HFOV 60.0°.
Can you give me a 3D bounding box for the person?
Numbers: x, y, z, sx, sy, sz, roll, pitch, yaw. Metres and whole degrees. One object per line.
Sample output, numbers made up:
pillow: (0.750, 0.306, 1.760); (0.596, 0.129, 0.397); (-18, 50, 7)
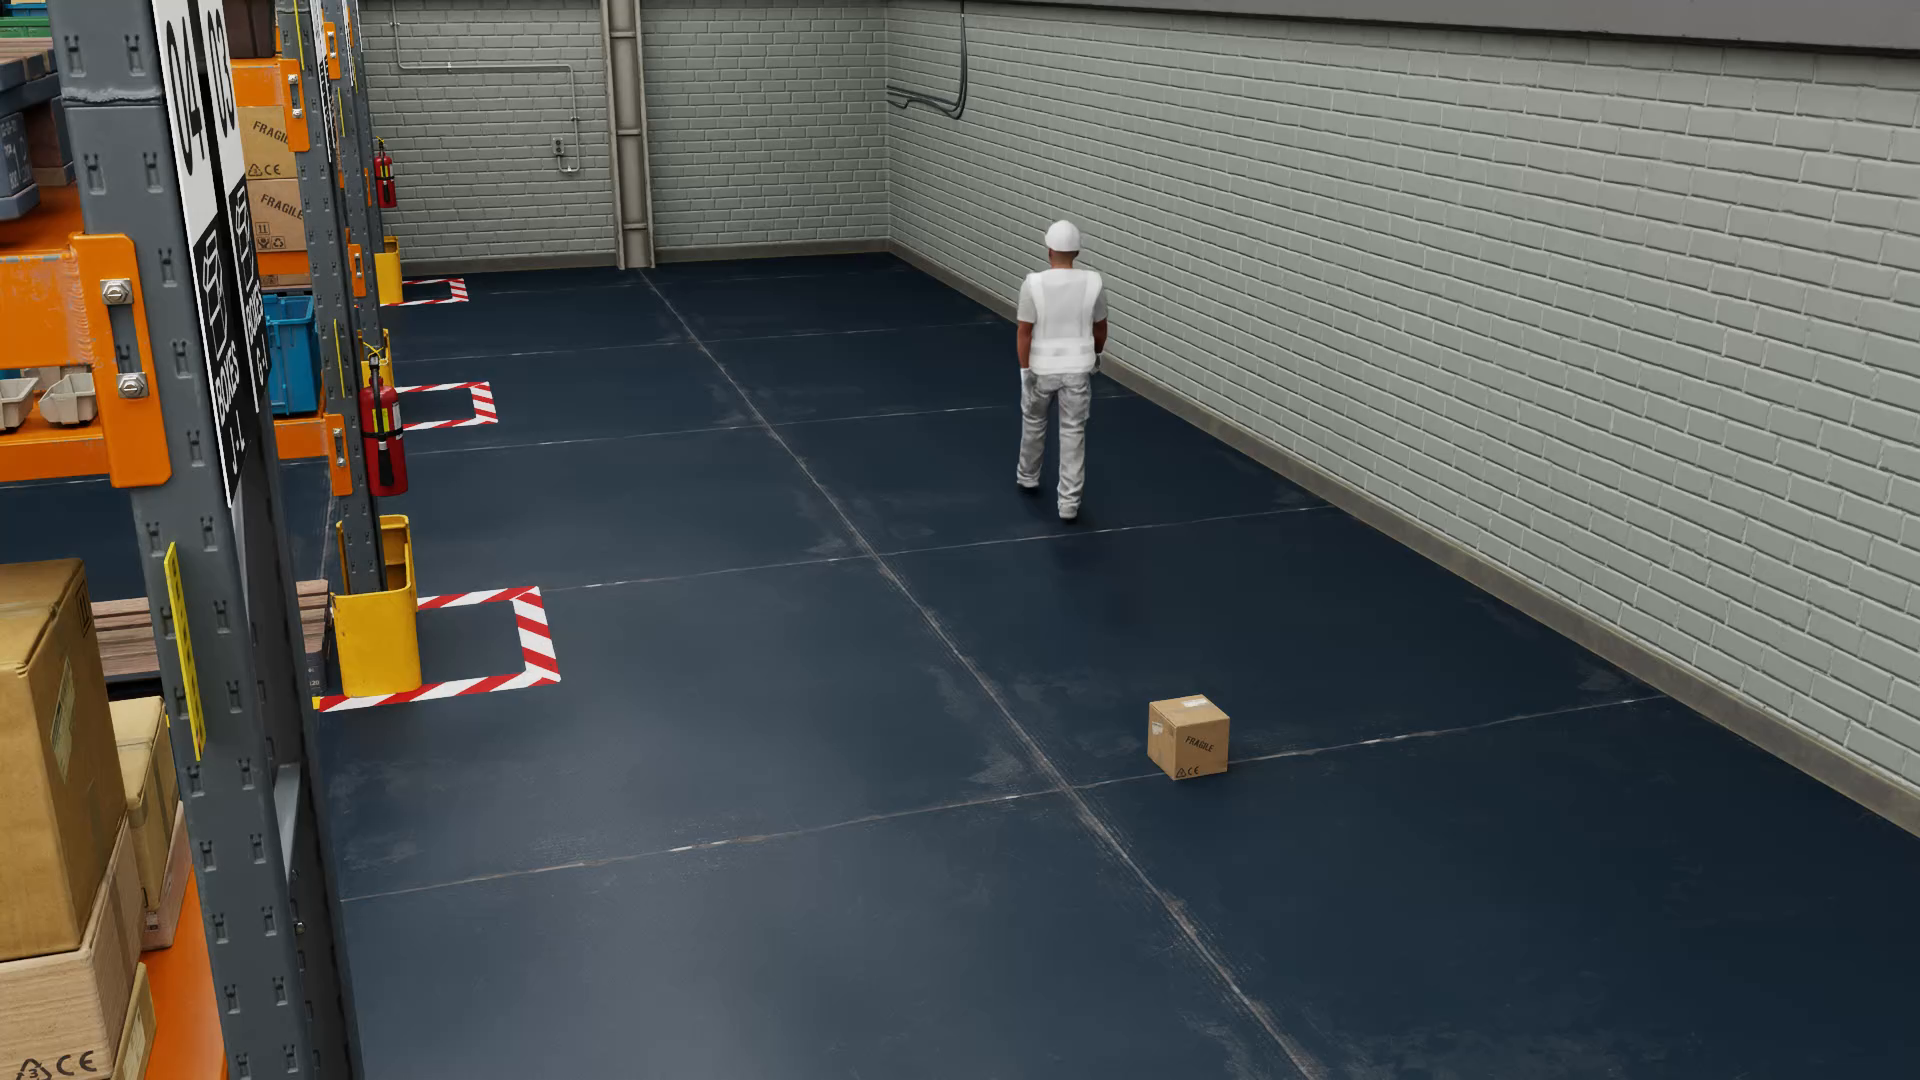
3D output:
person: (0.604, -1.086, 10.136); (0.561, 1.754, 0.892); (-1, 19, -3)
